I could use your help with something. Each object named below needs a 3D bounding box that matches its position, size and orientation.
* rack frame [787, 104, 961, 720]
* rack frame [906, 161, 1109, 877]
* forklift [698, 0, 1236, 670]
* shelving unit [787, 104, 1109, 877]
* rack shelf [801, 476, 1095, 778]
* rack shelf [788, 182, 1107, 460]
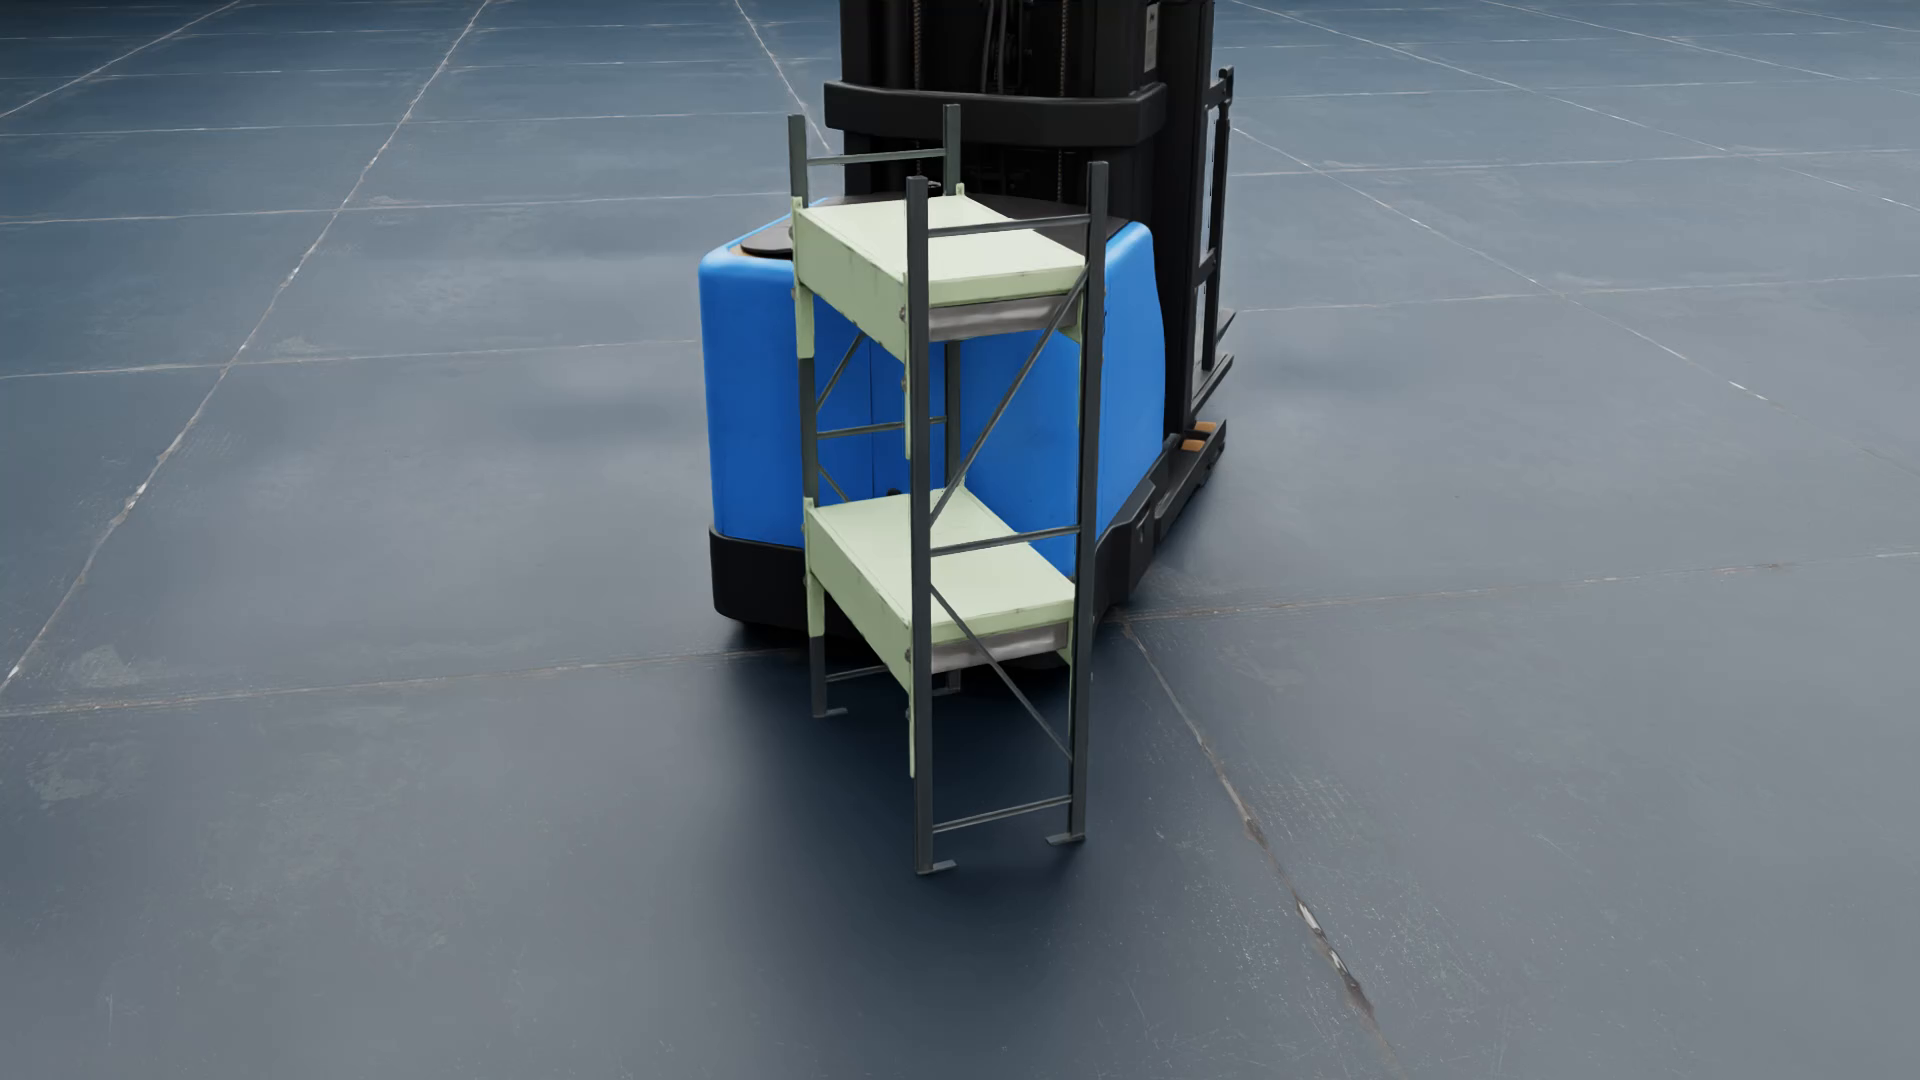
[{"bbox_3d":[-0.187,-0.266,3.985,0.400,1.500,0.023,-9,25,-20],"label":"rack frame"},{"bbox_3d":[0.091,0.005,3.365,0.400,1.500,0.023,-9,25,-20],"label":"rack frame"},{"bbox_3d":[0.295,-1.570,5.183,1.130,2.935,3.031,8,25,18],"label":"forklift"},{"bbox_3d":[-0.048,-0.131,3.675,0.431,1.500,0.755,-9,25,-20],"label":"shelving unit"},{"bbox_3d":[-0.048,0.168,3.806,0.431,0.370,0.720,-9,25,-20],"label":"rack shelf"},{"bbox_3d":[-0.048,-0.488,3.519,0.431,0.370,0.720,-9,25,-20],"label":"rack shelf"}]
